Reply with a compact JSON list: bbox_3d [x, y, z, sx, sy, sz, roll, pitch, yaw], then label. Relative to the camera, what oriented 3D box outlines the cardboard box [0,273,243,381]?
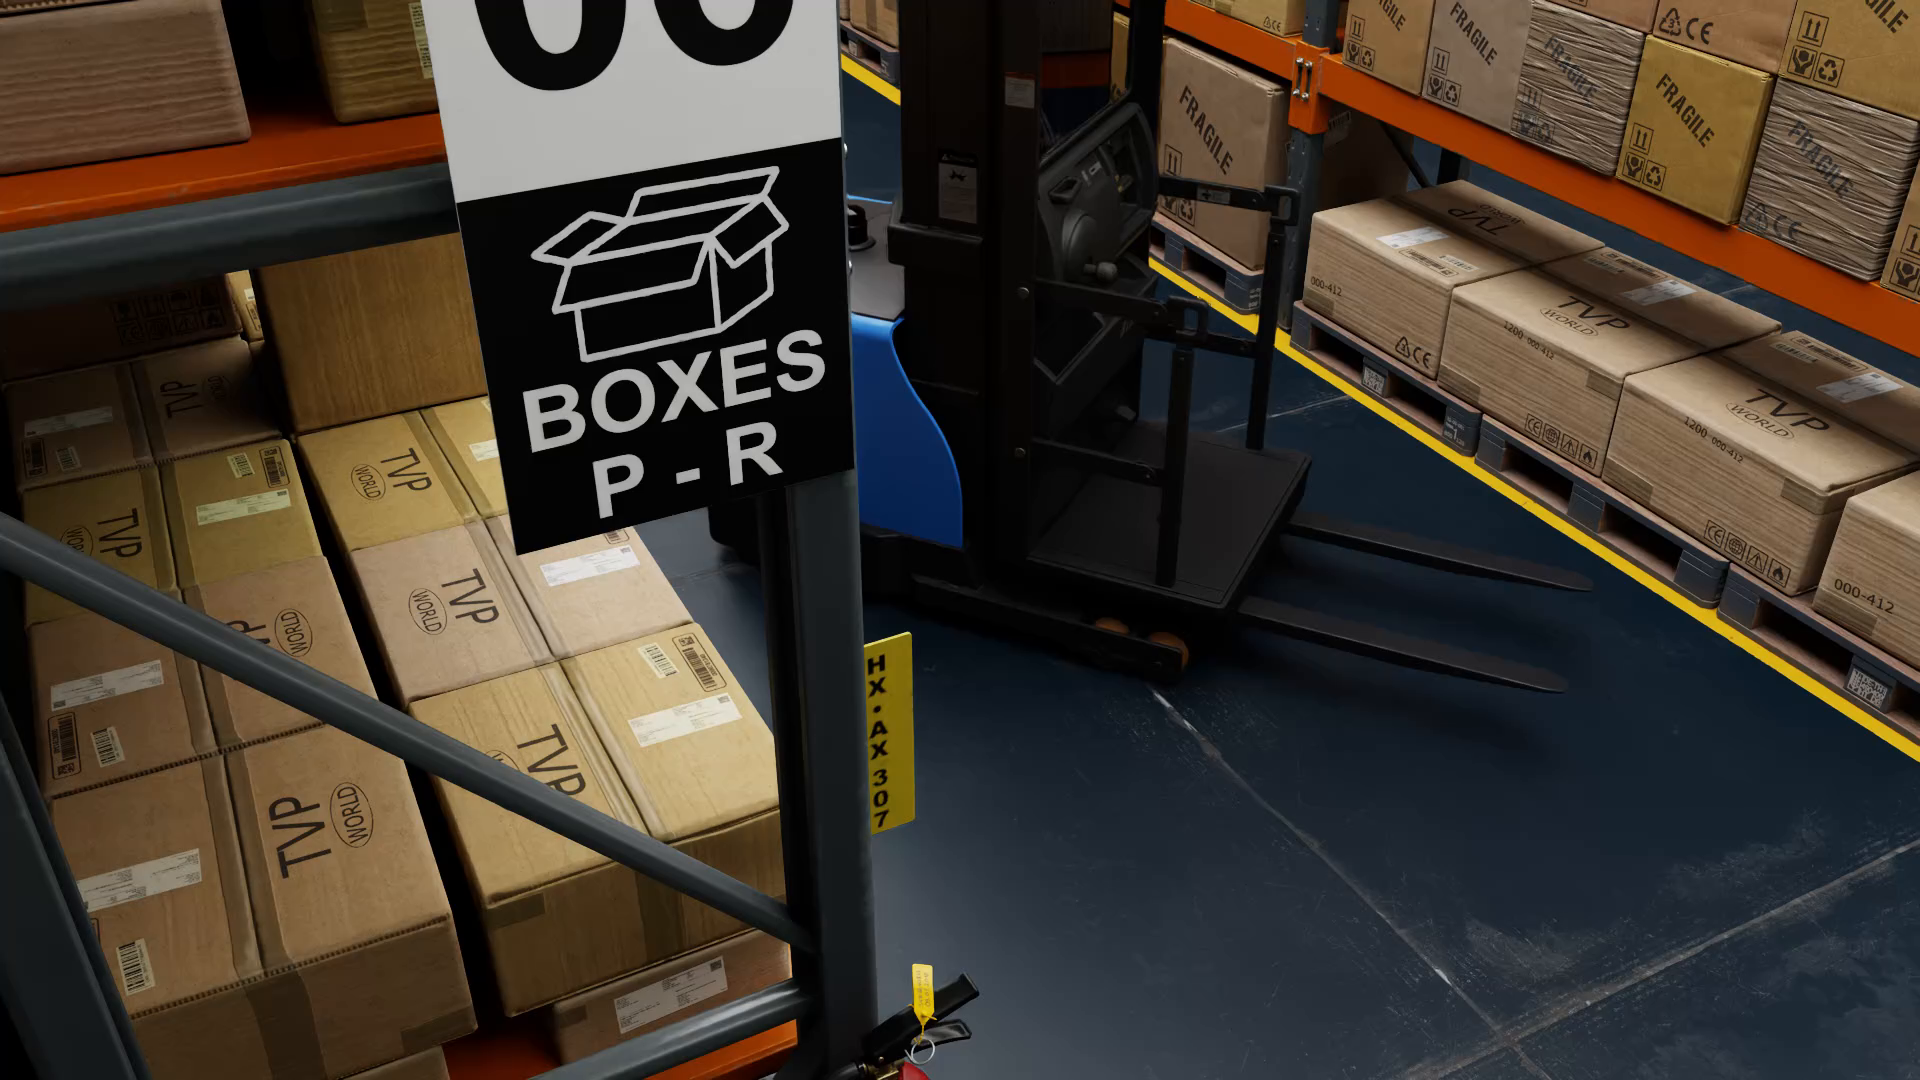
[{"bbox_3d":[-1.995,-0.738,3.790,0.500,0.500,0.500,-17,36,-24],"label":"cardboard box"}]

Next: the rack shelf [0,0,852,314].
[{"bbox_3d":[-1.521,-1.144,3.141,1.077,0.370,4.000,-16,36,-23],"label":"rack shelf"}]

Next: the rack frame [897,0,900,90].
[{"bbox_3d":[0.071,-4.297,10.177,1.000,3.000,0.127,-16,36,-23],"label":"rack frame"}]

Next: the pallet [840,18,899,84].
[{"bbox_3d":[-0.292,-3.496,11.511,1.003,0.211,1.213,-16,36,-23],"label":"pallet"}]

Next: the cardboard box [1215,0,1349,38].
[{"bbox_3d":[1.504,-2.476,7.473,0.500,0.250,0.500,-17,36,-24],"label":"cardboard box"}]

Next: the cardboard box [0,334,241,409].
[{"bbox_3d":[-1.983,-0.411,3.975,0.500,0.250,0.500,-15,36,-22],"label":"cardboard box"}]

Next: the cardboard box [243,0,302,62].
[{"bbox_3d":[-0.677,-0.715,2.038,0.380,0.149,0.250,-15,36,-22],"label":"cardboard box"}]

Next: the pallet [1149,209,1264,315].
[{"bbox_3d":[1.509,-1.563,8.494,1.003,0.211,1.213,-16,36,-23],"label":"pallet"}]

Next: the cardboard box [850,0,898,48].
[{"bbox_3d":[-0.184,-3.640,11.197,0.950,0.372,0.625,-18,37,-26],"label":"cardboard box"}]

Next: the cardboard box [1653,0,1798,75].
[{"bbox_3d":[2.635,-1.832,5.309,0.500,0.500,0.500,-16,36,-23],"label":"cardboard box"}]

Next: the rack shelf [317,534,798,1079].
[{"bbox_3d":[-1.521,0.119,3.950,1.077,0.370,4.000,-16,36,-23],"label":"rack shelf"}]

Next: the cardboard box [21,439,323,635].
[{"bbox_3d":[-1.504,0.072,3.220,0.500,0.250,0.500,-15,35,-22],"label":"cardboard box"}]

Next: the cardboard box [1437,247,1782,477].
[{"bbox_3d":[2.552,-0.732,6.598,0.875,0.438,0.875,-17,36,-24],"label":"cardboard box"}]

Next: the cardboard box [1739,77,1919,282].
[{"bbox_3d":[2.873,-1.171,5.205,0.500,0.500,0.500,-15,36,-22],"label":"cardboard box"}]

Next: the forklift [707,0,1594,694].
[{"bbox_3d":[0.631,-1.089,5.233,3.031,2.935,1.130,14,35,21],"label":"forklift"}]

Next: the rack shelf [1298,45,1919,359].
[{"bbox_3d":[2.868,-1.131,5.901,1.077,0.370,4.000,-16,36,-23],"label":"rack shelf"}]

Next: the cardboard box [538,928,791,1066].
[{"bbox_3d":[-0.499,0.651,2.686,0.380,0.149,0.250,-16,36,-23],"label":"cardboard box"}]

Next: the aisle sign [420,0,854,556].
[{"bbox_3d":[-0.297,-0.365,1.629,0.394,0.787,0.004,-16,36,-23],"label":"aisle sign"}]

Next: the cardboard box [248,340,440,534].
[{"bbox_3d":[-1.293,-0.296,3.794,0.500,0.250,0.500,-17,36,-24],"label":"cardboard box"}]

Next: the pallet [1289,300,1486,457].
[{"bbox_3d":[2.221,-0.831,7.352,1.003,0.211,1.213,-16,36,-23],"label":"pallet"}]

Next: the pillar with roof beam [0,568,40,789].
[{"bbox_3d":[0.882,-4.188,4.445,9.100,9.000,0.400,-16,36,-23],"label":"pillar with roof beam"}]

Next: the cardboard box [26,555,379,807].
[{"bbox_3d":[-1.277,0.310,2.849,0.500,0.250,0.500,-16,36,-23],"label":"cardboard box"}]

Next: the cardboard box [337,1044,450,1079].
[{"bbox_3d":[-0.980,0.786,2.475,0.380,0.149,0.250,-16,36,-24],"label":"cardboard box"}]

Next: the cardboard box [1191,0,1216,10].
[{"bbox_3d":[1.267,-2.719,7.852,0.500,0.250,0.500,-16,36,-24],"label":"cardboard box"}]

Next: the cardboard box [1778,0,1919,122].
[{"bbox_3d":[2.868,-1.591,4.934,0.500,0.500,0.500,-16,36,-23],"label":"cardboard box"}]

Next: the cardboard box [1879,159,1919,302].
[{"bbox_3d":[3.121,-0.928,4.826,0.500,0.500,0.500,-17,36,-24],"label":"cardboard box"}]

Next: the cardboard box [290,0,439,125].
[{"bbox_3d":[-0.531,-0.597,1.853,0.380,0.149,0.250,-15,36,-22],"label":"cardboard box"}]

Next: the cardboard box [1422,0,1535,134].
[{"bbox_3d":[2.154,-1.899,6.341,0.500,0.500,0.500,-16,36,-23],"label":"cardboard box"}]

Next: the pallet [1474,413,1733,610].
[{"bbox_3d":[2.794,-0.248,6.442,1.003,0.211,1.213,-16,36,-23],"label":"pallet"}]

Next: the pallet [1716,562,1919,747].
[{"bbox_3d":[3.359,0.333,5.535,1.003,0.211,1.213,-16,36,-23],"label":"pallet"}]

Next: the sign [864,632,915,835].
[{"bbox_3d":[-0.109,0.270,2.246,0.100,0.325,0.005,-16,36,-23],"label":"sign"}]

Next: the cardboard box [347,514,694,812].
[{"bbox_3d":[-0.797,0.184,3.045,0.500,0.250,0.500,-15,36,-23],"label":"cardboard box"}]

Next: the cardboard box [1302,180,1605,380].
[{"bbox_3d":[2.134,-1.160,7.265,0.875,0.438,0.875,-16,36,-24],"label":"cardboard box"}]

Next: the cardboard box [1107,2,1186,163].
[{"bbox_3d":[1.148,-2.375,8.757,0.875,0.875,0.875,-15,36,-22],"label":"cardboard box"}]

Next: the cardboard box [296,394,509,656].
[{"bbox_3d":[-1.036,-0.057,3.422,0.500,0.250,0.500,-17,36,-24],"label":"cardboard box"}]

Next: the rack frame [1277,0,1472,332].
[{"bbox_3d":[1.936,-2.388,7.197,1.000,3.000,0.127,-16,36,-23],"label":"rack frame"}]

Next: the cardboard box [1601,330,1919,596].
[{"bbox_3d":[2.971,-0.302,5.926,0.875,0.438,0.875,-15,36,-22],"label":"cardboard box"}]

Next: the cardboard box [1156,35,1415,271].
[{"bbox_3d":[1.576,-1.946,8.087,0.875,0.875,0.875,-15,35,-22],"label":"cardboard box"}]

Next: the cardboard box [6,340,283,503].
[{"bbox_3d":[-1.747,-0.177,3.609,0.500,0.250,0.500,-16,36,-23],"label":"cardboard box"}]

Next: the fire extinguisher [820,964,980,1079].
[{"bbox_3d":[-0.111,0.915,2.459,0.296,0.674,0.183,-16,36,-23],"label":"fire extinguisher"}]

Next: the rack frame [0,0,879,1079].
[{"bbox_3d":[-0.586,0.770,2.267,0.949,2.616,0.053,-16,36,-23],"label":"rack frame"}]

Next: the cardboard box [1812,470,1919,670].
[{"bbox_3d":[3.405,0.133,5.248,0.875,0.438,0.875,-17,36,-25],"label":"cardboard box"}]

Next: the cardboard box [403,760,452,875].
[{"bbox_3d":[-0.812,0.424,3.040,0.380,0.149,0.250,-16,36,-24],"label":"cardboard box"}]

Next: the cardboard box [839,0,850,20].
[{"bbox_3d":[-0.535,-3.990,11.743,0.950,0.372,0.625,-17,36,-24],"label":"cardboard box"}]

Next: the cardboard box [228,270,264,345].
[{"bbox_3d":[-1.533,-0.542,4.178,0.500,0.250,0.500,-16,36,-23],"label":"cardboard box"}]

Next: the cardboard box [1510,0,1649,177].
[{"bbox_3d":[2.380,-1.660,5.968,0.500,0.500,0.500,-16,36,-23],"label":"cardboard box"}]

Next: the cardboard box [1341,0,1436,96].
[{"bbox_3d":[1.923,-2.140,6.718,0.500,0.500,0.500,-15,35,-22],"label":"cardboard box"}]

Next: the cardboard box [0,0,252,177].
[{"bbox_3d":[-0.942,-0.481,1.672,0.380,0.149,0.250,-15,36,-22],"label":"cardboard box"}]

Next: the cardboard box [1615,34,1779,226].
[{"bbox_3d":[2.620,-1.414,5.584,0.500,0.500,0.500,-15,35,-22],"label":"cardboard box"}]

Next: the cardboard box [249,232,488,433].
[{"bbox_3d":[-1.261,-0.607,3.585,0.500,0.500,0.500,-15,36,-22],"label":"cardboard box"}]

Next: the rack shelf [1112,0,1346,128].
[{"bbox_3d":[1.003,-3.040,8.881,1.077,0.370,4.000,-16,36,-23],"label":"rack shelf"}]

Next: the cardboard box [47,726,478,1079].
[{"bbox_3d":[-1.038,0.556,2.465,0.500,0.250,0.500,-15,36,-22],"label":"cardboard box"}]

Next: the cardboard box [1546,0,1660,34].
[{"bbox_3d":[2.403,-2.073,5.686,0.500,0.500,0.500,-15,36,-22],"label":"cardboard box"}]

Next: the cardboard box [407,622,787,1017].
[{"bbox_3d":[-0.562,0.425,2.670,0.500,0.250,0.500,-16,36,-23],"label":"cardboard box"}]
